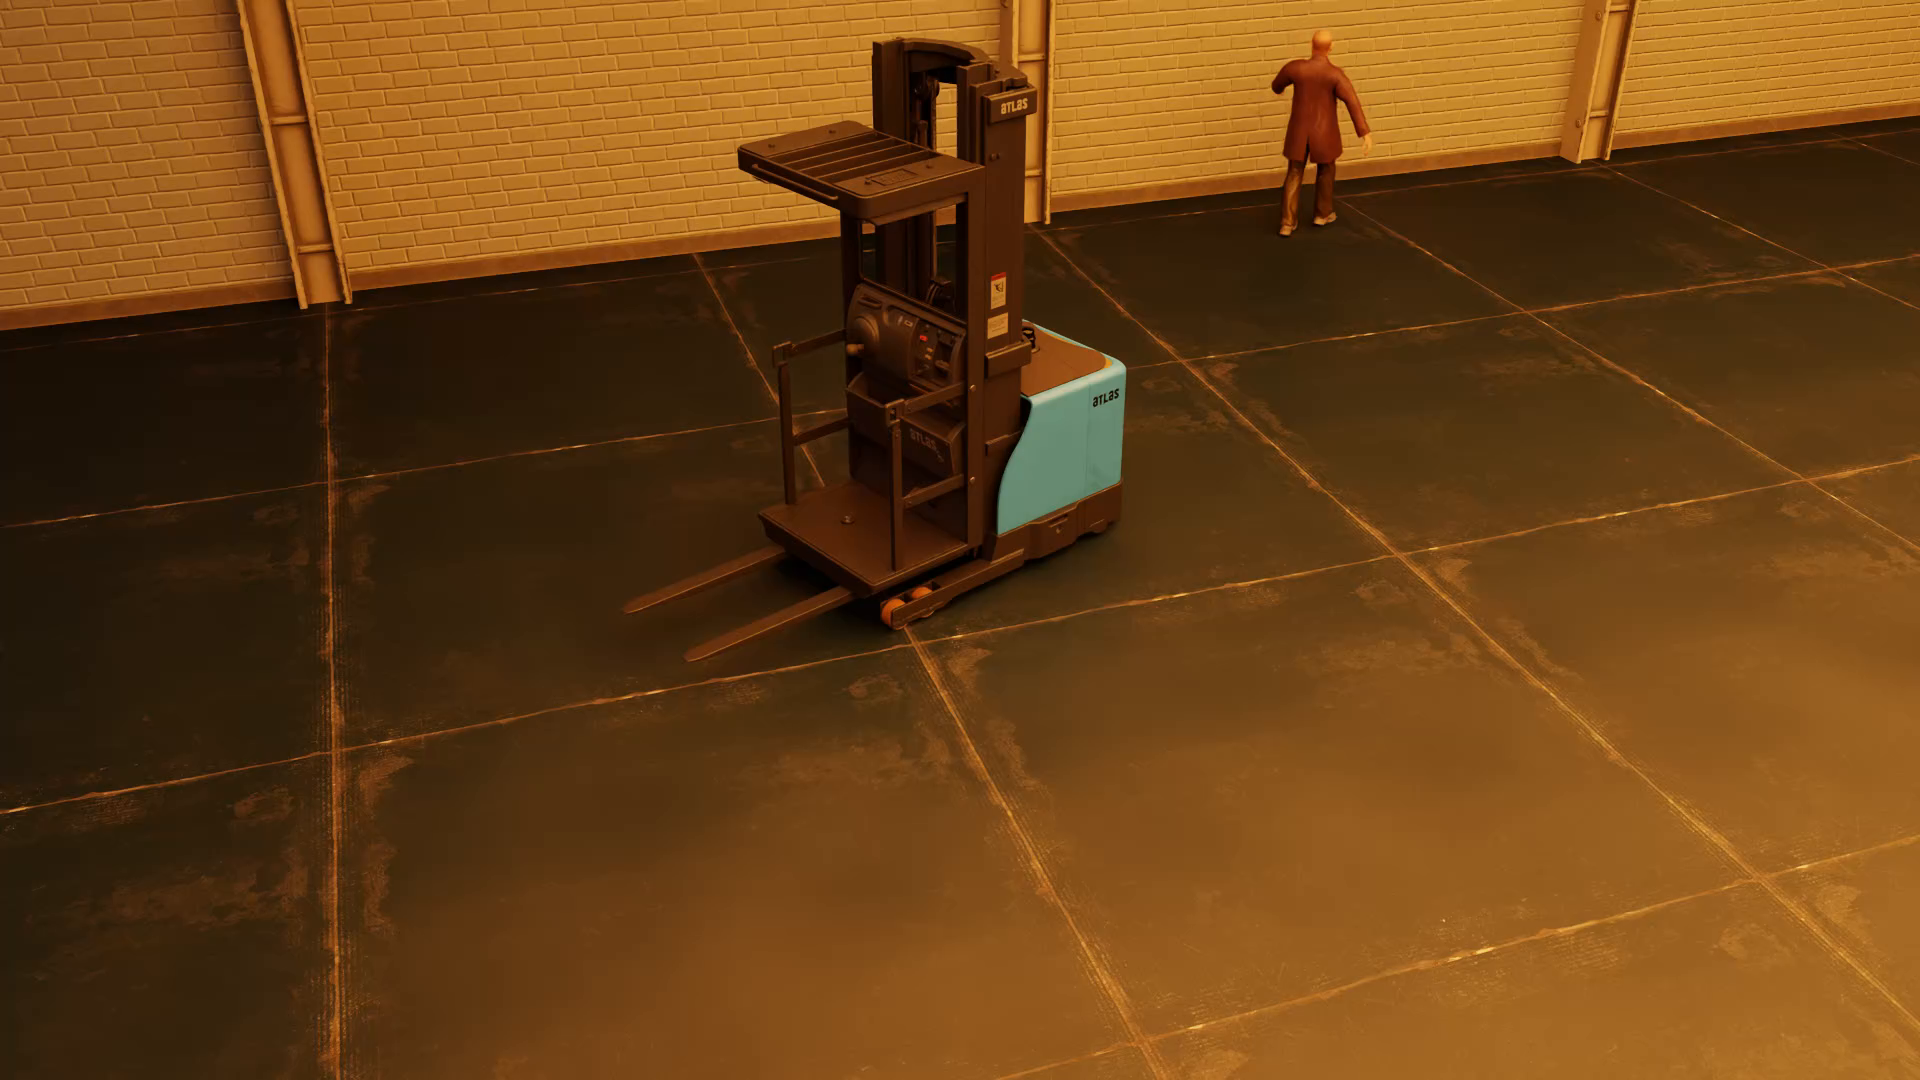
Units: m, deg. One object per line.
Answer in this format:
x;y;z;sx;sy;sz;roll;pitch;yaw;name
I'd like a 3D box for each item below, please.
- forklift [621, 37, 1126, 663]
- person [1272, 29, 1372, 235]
-0.461;-1.072;8.951;3.031;2.935;1.130;-23;37;-34;forklift
3.129;-3.559;14.480;1.032;1.760;0.799;14;33;23;person
